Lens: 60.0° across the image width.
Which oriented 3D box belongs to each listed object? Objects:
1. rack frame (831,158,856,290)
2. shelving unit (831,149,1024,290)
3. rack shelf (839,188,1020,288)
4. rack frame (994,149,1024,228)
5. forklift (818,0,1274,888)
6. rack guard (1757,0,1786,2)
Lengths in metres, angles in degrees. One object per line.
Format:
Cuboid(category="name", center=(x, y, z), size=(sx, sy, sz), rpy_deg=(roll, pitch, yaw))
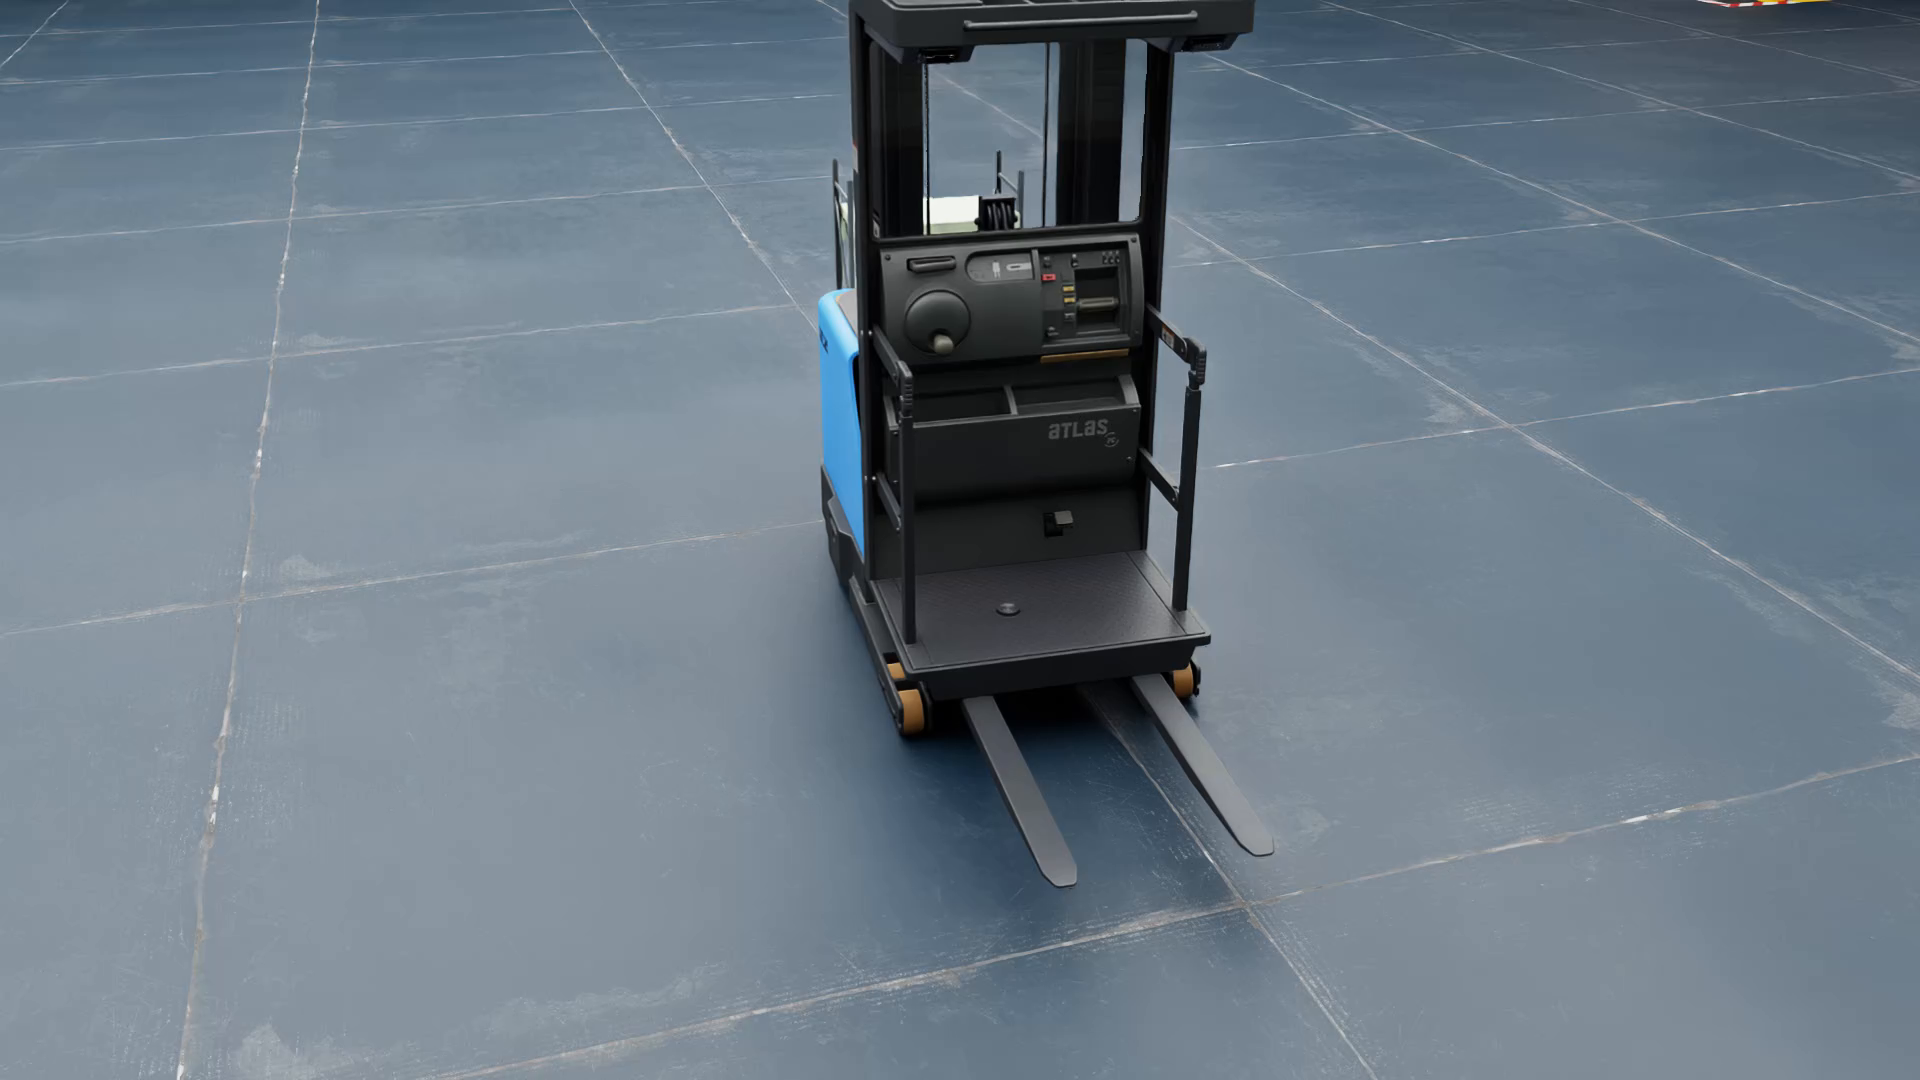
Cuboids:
Cuboid(category="rack frame", center=(-0.499, -0.895, 7.366), size=(0.023, 1.500, 0.400), rpy_deg=(-6, 27, -12))
Cuboid(category="shelving unit", center=(-0.143, -0.934, 7.444), size=(0.755, 1.500, 0.431), rpy_deg=(-6, 27, -12))
Cuboid(category="rack shelf", center=(-0.144, -1.284, 7.271), size=(0.720, 0.370, 0.431), rpy_deg=(-6, 27, -12))
Cuboid(category="rack frame", center=(0.212, -0.973, 7.522), size=(0.023, 1.500, 0.400), rpy_deg=(-6, 27, -12))
Cuboid(category="forklift", center=(0.241, -0.810, 5.586), size=(1.130, 2.935, 3.031), rpy_deg=(-6, 27, -12))
Cuboid(category="rack guard", center=(10.054, -7.214, 21.219), size=(0.348, 0.500, 1.175), rpy_deg=(-8, 28, -16))
